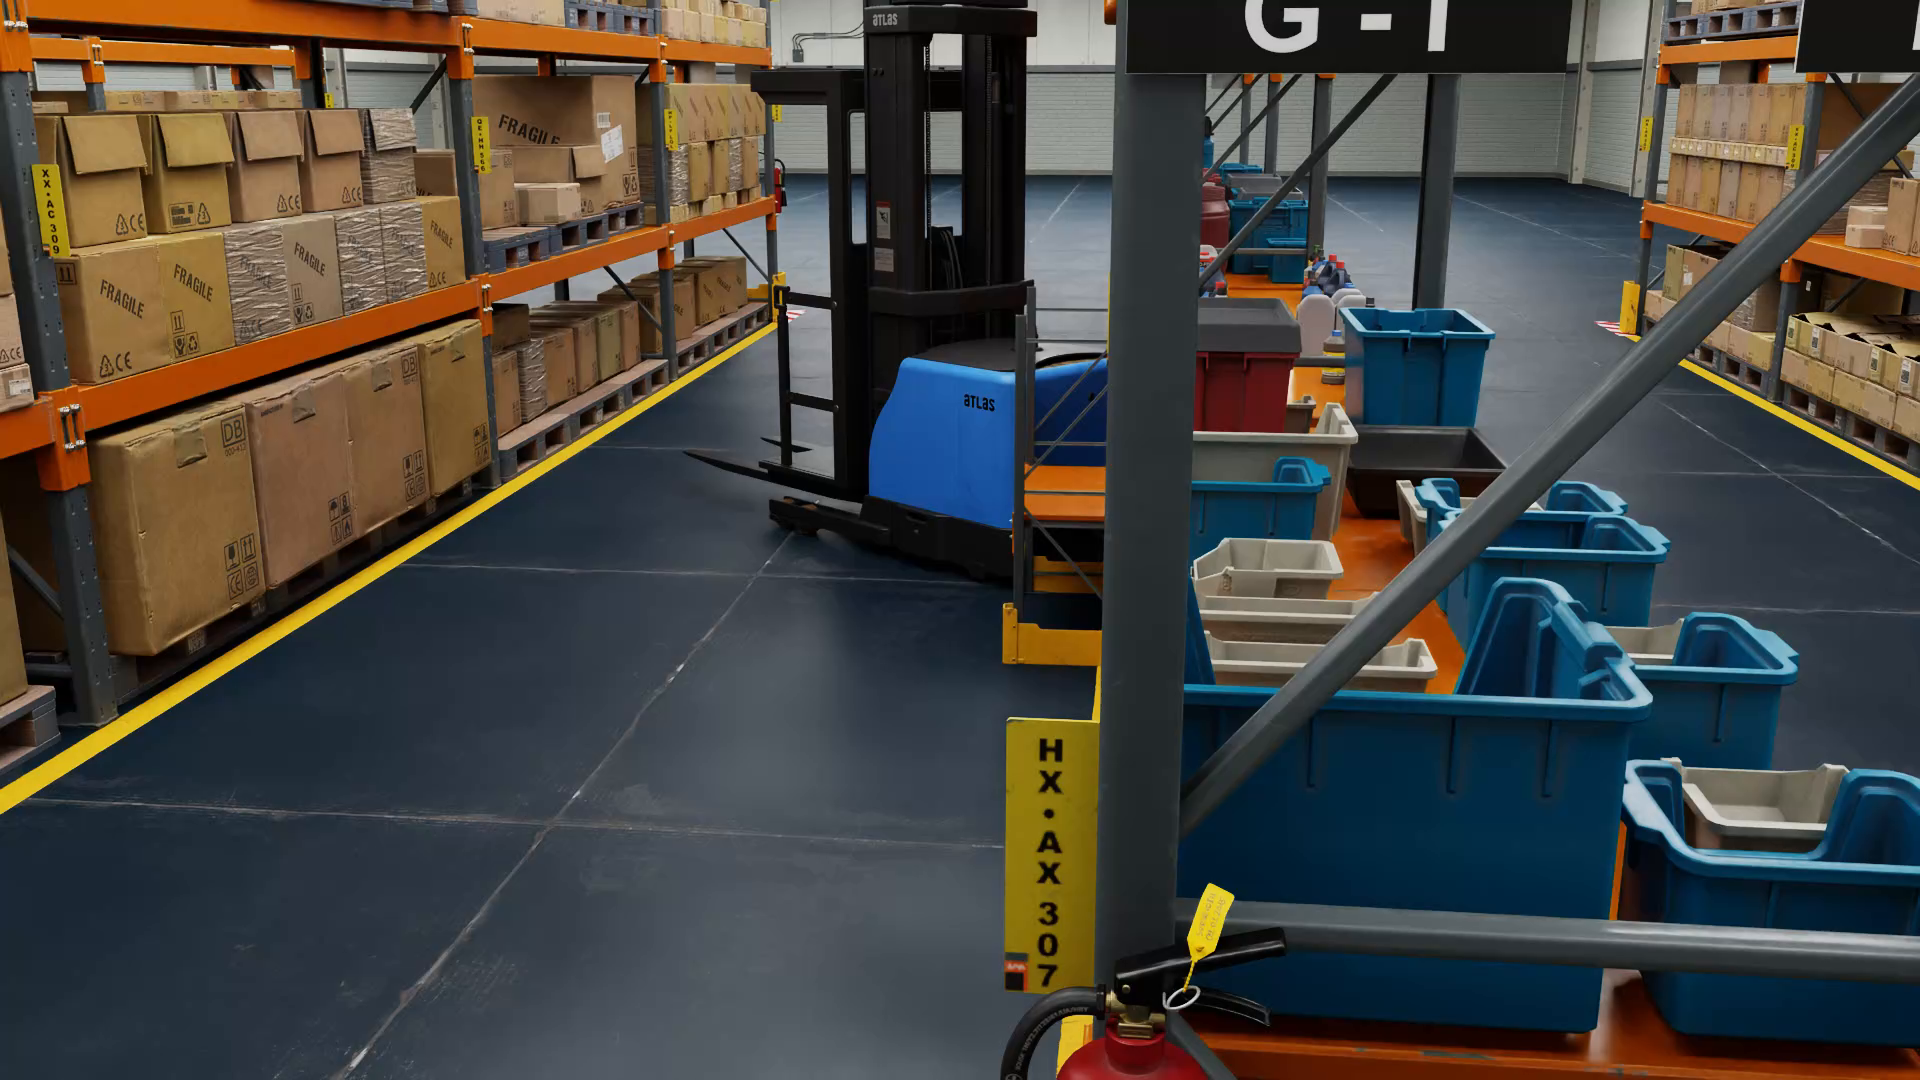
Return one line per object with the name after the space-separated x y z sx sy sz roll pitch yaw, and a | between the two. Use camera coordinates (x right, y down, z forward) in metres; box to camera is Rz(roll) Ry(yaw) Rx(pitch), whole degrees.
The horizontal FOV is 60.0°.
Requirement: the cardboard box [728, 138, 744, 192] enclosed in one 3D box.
-2.594 -3.645 16.133 0.875 0.500 0.500 2 15 6 | cardboard box

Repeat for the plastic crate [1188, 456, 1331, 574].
0.625 -0.049 3.802 0.416 0.233 0.300 2 15 6 | plastic crate

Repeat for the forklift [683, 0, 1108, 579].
-0.434 -1.531 9.210 1.130 2.935 3.031 -14 21 -42 | forklift

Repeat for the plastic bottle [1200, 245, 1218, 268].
1.332 -1.468 9.084 0.152 0.276 0.135 2 15 6 | plastic bottle

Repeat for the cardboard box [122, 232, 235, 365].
-3.466 -1.035 7.050 0.500 0.500 0.500 2 15 6 | cardboard box

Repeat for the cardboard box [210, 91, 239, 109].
-7.564 -4.099 16.219 0.875 0.550 0.500 2 15 6 | cardboard box

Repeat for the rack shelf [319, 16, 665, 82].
-3.145 -3.401 11.624 1.077 0.370 4.000 2 15 6 | rack shelf

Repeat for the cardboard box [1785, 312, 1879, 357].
6.629 -1.572 12.619 0.500 0.311 0.500 2 15 6 | cardboard box

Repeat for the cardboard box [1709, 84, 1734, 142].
7.193 -3.836 14.926 0.700 0.500 0.500 2 15 6 | cardboard box

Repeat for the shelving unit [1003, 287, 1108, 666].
0.520 -0.323 7.483 0.587 1.500 1.083 1 15 5 | shelving unit

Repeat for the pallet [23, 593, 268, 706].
-3.810 0.400 7.279 1.003 0.211 1.213 2 15 6 | pallet

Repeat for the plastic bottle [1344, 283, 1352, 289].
1.712 -1.000 7.359 0.097 0.271 0.097 0 15 0 | plastic bottle

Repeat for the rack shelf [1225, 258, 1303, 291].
1.776 -1.807 11.476 1.077 0.370 4.000 2 15 6 | rack shelf

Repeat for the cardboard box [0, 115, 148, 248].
-3.758 -1.442 6.636 0.797 0.503 0.637 1 15 5 | cardboard box

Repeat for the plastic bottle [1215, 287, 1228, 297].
1.021 -0.818 6.535 0.144 0.351 0.185 2 15 6 | plastic bottle

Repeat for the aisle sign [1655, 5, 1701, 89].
7.078 -4.844 16.351 0.394 0.787 0.004 2 15 6 | aisle sign

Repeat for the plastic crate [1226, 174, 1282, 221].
2.251 -2.569 12.794 0.402 0.464 0.583 2 15 6 | plastic crate

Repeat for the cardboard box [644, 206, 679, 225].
-2.596 -2.744 14.046 0.380 0.149 0.250 2 15 6 | cardboard box

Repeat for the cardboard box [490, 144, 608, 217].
-3.023 -2.619 12.099 0.797 0.503 0.637 3 15 12 | cardboard box

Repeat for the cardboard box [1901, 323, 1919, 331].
7.110 -1.424 12.069 0.500 0.311 0.500 2 15 8 | cardboard box

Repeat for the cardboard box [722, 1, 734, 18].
-2.343 -5.006 15.705 0.380 0.149 0.250 1 15 3 | cardboard box

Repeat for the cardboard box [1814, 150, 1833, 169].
6.741 -2.964 12.944 0.380 0.149 0.250 2 15 6 | cardboard box

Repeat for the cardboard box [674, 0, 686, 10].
-2.562 -4.603 14.216 0.380 0.149 0.250 2 15 7 | cardboard box

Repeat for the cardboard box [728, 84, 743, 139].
-2.394 -4.121 15.980 0.500 0.500 0.500 2 15 6 | cardboard box

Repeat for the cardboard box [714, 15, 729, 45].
-2.441 -4.706 15.362 0.500 0.250 0.500 1 15 5 | cardboard box

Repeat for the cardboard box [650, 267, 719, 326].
-2.678 -2.373 16.175 0.500 0.500 0.500 3 15 11 | cardboard box

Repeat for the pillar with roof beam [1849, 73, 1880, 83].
10.154 -9.347 26.488 9.100 9.000 0.400 2 15 6 | pillar with roof beam

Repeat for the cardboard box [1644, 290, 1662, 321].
7.093 -2.306 16.408 0.500 0.250 0.500 2 15 6 | cardboard box

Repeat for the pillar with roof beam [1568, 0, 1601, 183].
12.185 -14.015 43.753 9.100 9.000 0.400 2 15 6 | pillar with roof beam

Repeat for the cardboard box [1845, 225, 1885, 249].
6.620 -2.181 11.962 0.380 0.149 0.250 2 15 6 | cardboard box

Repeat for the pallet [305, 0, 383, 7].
-3.514 -2.679 7.940 1.003 0.211 1.213 2 15 9 | pallet

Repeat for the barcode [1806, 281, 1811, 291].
6.481 -1.941 12.701 0.001 0.075 0.075 2 15 6 | barcode

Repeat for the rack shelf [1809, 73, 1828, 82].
6.698 -3.108 10.541 1.077 0.370 4.000 2 15 6 | rack shelf

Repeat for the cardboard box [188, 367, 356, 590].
-3.670 -0.319 7.862 1.225 0.875 0.875 1 15 4 | cardboard box

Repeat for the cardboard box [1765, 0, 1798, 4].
6.788 -4.444 13.512 0.380 0.149 0.250 2 15 6 | cardboard box

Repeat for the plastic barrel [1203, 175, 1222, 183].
1.545 -2.194 11.270 0.433 0.535 0.433 0 15 0 | plastic barrel

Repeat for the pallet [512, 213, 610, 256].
-3.188 -2.203 11.931 1.003 0.211 1.213 2 15 6 | pallet

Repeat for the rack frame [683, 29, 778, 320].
-2.468 -3.856 17.677 1.000 3.000 0.127 2 15 6 | rack frame

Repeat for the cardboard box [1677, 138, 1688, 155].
7.089 -3.761 15.890 0.380 0.149 0.250 1 15 5 | cardboard box

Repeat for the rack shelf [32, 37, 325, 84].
-7.611 -4.611 16.098 1.077 0.370 4.000 2 15 6 | rack shelf

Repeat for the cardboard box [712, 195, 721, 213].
-2.440 -3.134 15.486 0.380 0.149 0.250 2 15 6 | cardboard box

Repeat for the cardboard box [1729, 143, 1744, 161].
6.913 -3.362 14.417 0.380 0.149 0.250 2 15 8 | cardboard box

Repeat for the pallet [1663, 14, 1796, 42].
7.269 -4.786 15.539 1.003 0.211 1.213 2 15 6 | pallet

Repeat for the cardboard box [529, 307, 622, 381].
-3.082 -1.543 13.067 0.700 0.500 0.500 2 15 6 | cardboard box

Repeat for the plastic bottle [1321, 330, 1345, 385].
1.445 -0.705 6.402 0.097 0.201 0.097 0 15 0 | plastic bottle

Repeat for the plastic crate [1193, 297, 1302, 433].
0.749 -0.434 4.782 0.402 0.464 0.583 2 15 6 | plastic crate

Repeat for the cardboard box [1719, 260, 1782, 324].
6.879 -2.149 14.390 0.500 0.500 0.500 2 15 6 | cardboard box

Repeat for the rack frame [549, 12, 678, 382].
-2.919 -2.819 13.840 1.000 3.000 0.127 2 15 6 | rack frame

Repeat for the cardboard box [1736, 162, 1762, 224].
7.081 -2.957 14.158 0.700 0.500 0.500 2 15 7 | cardboard box

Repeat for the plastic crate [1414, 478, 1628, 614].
1.185 0.018 3.556 0.416 0.233 0.300 2 15 6 | plastic crate

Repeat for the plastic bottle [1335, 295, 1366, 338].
1.635 -0.887 6.934 0.152 0.276 0.135 2 15 6 | plastic bottle

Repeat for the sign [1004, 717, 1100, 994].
0.100 0.349 1.813 0.100 0.325 0.005 2 15 6 | sign

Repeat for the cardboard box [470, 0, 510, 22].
-3.065 -3.271 10.054 0.500 0.250 0.500 2 15 7 | cardboard box

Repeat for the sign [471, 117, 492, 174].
-2.819 -2.325 9.795 0.100 0.325 0.005 2 15 6 | sign
